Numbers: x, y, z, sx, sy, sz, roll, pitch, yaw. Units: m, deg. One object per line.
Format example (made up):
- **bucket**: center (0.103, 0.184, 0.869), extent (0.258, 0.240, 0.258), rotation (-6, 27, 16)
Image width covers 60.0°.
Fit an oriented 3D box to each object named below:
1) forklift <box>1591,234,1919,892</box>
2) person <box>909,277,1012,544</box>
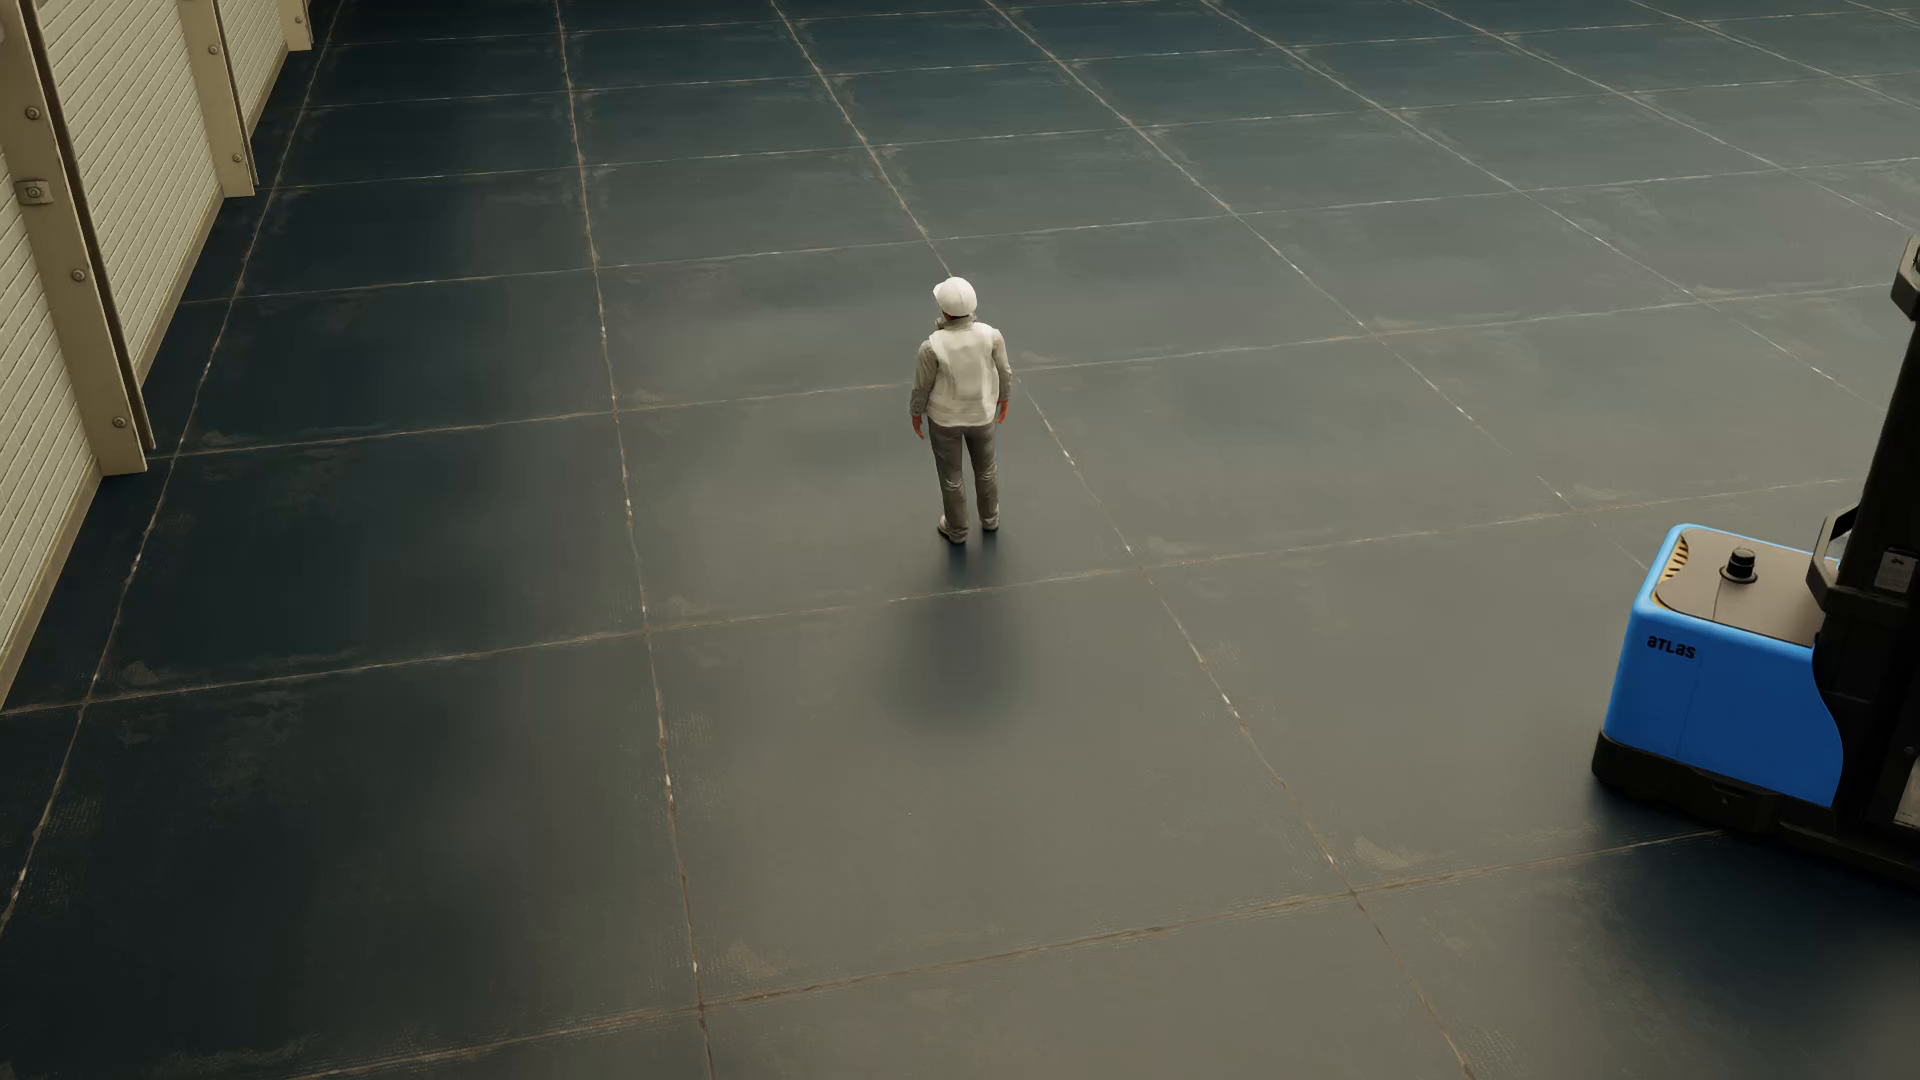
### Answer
- **forklift**: center (4.698, 0.148, 7.319), extent (3.031, 2.935, 1.130), rotation (17, 34, 27)
- **person**: center (-0.006, -0.805, 10.105), extent (0.632, 1.773, 0.568), rotation (-7, 31, -12)
